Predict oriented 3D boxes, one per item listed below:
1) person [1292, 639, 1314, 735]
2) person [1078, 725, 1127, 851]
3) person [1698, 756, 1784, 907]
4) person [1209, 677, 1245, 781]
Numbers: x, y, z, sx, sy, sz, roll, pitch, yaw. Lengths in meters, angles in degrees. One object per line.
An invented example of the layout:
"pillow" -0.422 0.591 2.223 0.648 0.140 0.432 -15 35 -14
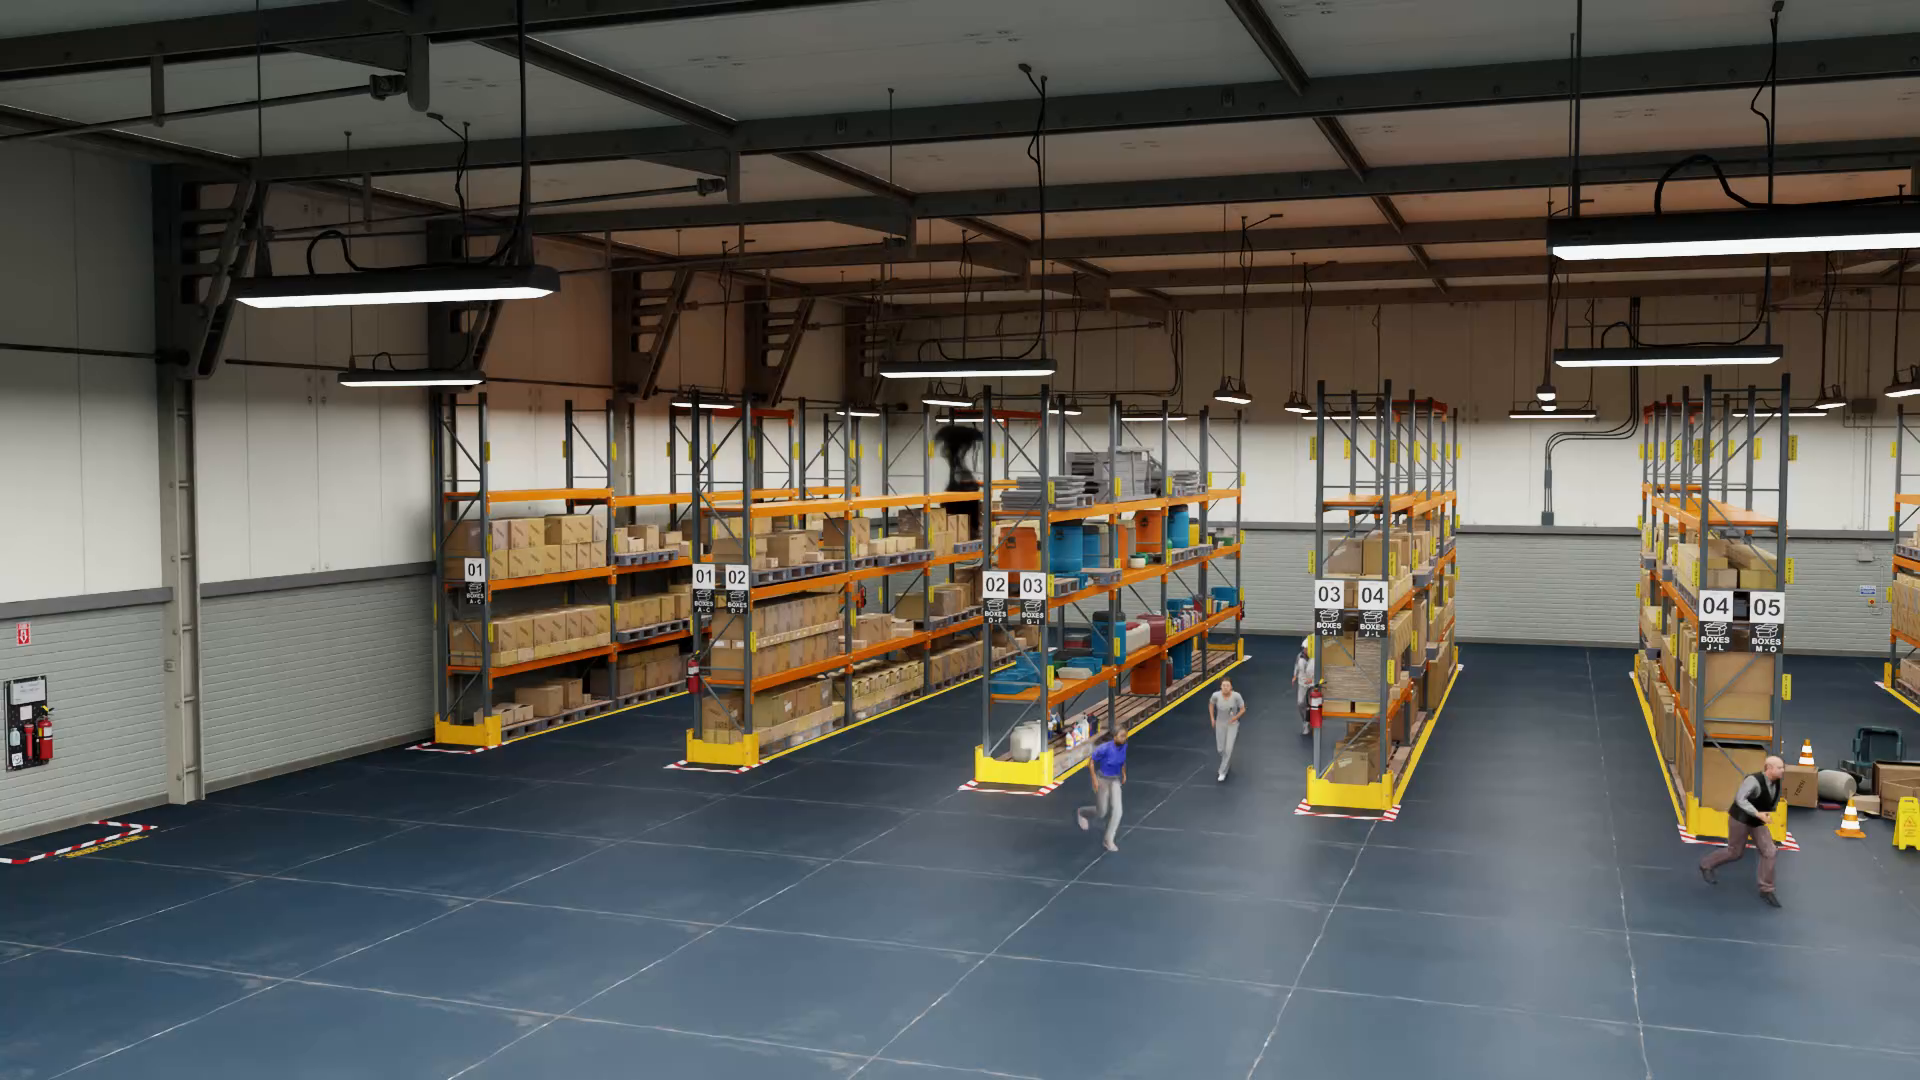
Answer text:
"person" 6.265 2.591 29.635 0.661 1.724 0.871 2 3 28
"person" 1.811 3.112 21.119 0.549 1.610 0.848 -3 4 -40
"person" 8.791 3.204 18.686 0.697 1.680 1.009 -2 4 -33
"person" 4.089 2.868 25.469 0.556 1.603 0.716 1 3 11
